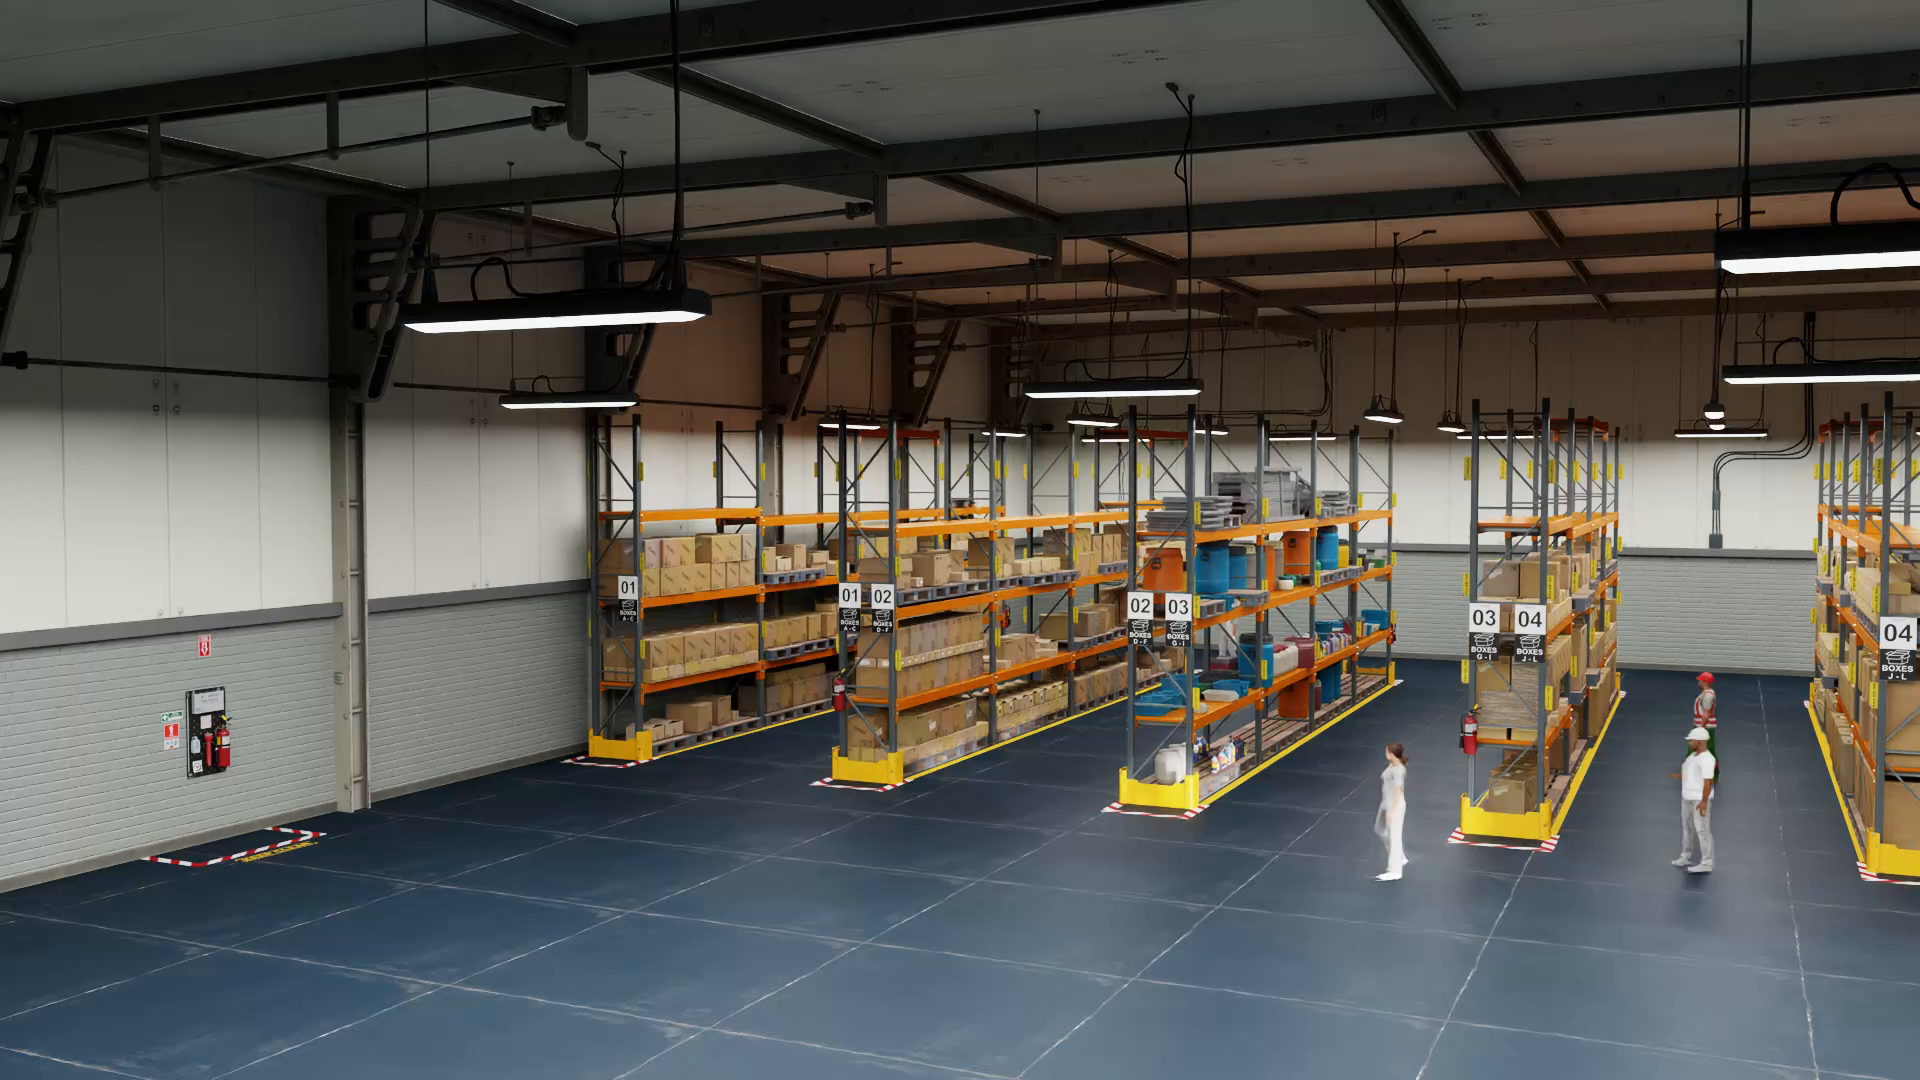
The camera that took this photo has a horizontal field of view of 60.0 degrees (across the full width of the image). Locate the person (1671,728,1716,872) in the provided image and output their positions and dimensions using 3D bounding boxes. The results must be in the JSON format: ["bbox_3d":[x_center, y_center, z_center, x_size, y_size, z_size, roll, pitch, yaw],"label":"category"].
[{"bbox_3d":[9.256,3.249,20.950,0.471,1.764,0.622,0,2,-7],"label":"person"}]

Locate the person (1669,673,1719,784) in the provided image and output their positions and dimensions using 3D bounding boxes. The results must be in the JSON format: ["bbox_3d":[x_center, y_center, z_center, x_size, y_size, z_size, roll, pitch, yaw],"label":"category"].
[{"bbox_3d":[11.812,3.014,26.702,0.683,1.783,0.595,0,2,3],"label":"person"}]

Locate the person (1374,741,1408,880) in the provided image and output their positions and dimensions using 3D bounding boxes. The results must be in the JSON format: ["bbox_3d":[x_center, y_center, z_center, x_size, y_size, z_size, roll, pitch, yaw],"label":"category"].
[{"bbox_3d":[5.332,3.318,20.502,0.468,1.659,0.535,0,2,-5],"label":"person"}]

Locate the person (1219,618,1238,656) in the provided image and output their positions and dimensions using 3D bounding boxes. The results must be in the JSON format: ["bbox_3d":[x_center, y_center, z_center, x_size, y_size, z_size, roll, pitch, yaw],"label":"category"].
[{"bbox_3d":[6.613,2.415,41.226,0.597,1.792,0.569,-1,3,-31],"label":"person"}]
